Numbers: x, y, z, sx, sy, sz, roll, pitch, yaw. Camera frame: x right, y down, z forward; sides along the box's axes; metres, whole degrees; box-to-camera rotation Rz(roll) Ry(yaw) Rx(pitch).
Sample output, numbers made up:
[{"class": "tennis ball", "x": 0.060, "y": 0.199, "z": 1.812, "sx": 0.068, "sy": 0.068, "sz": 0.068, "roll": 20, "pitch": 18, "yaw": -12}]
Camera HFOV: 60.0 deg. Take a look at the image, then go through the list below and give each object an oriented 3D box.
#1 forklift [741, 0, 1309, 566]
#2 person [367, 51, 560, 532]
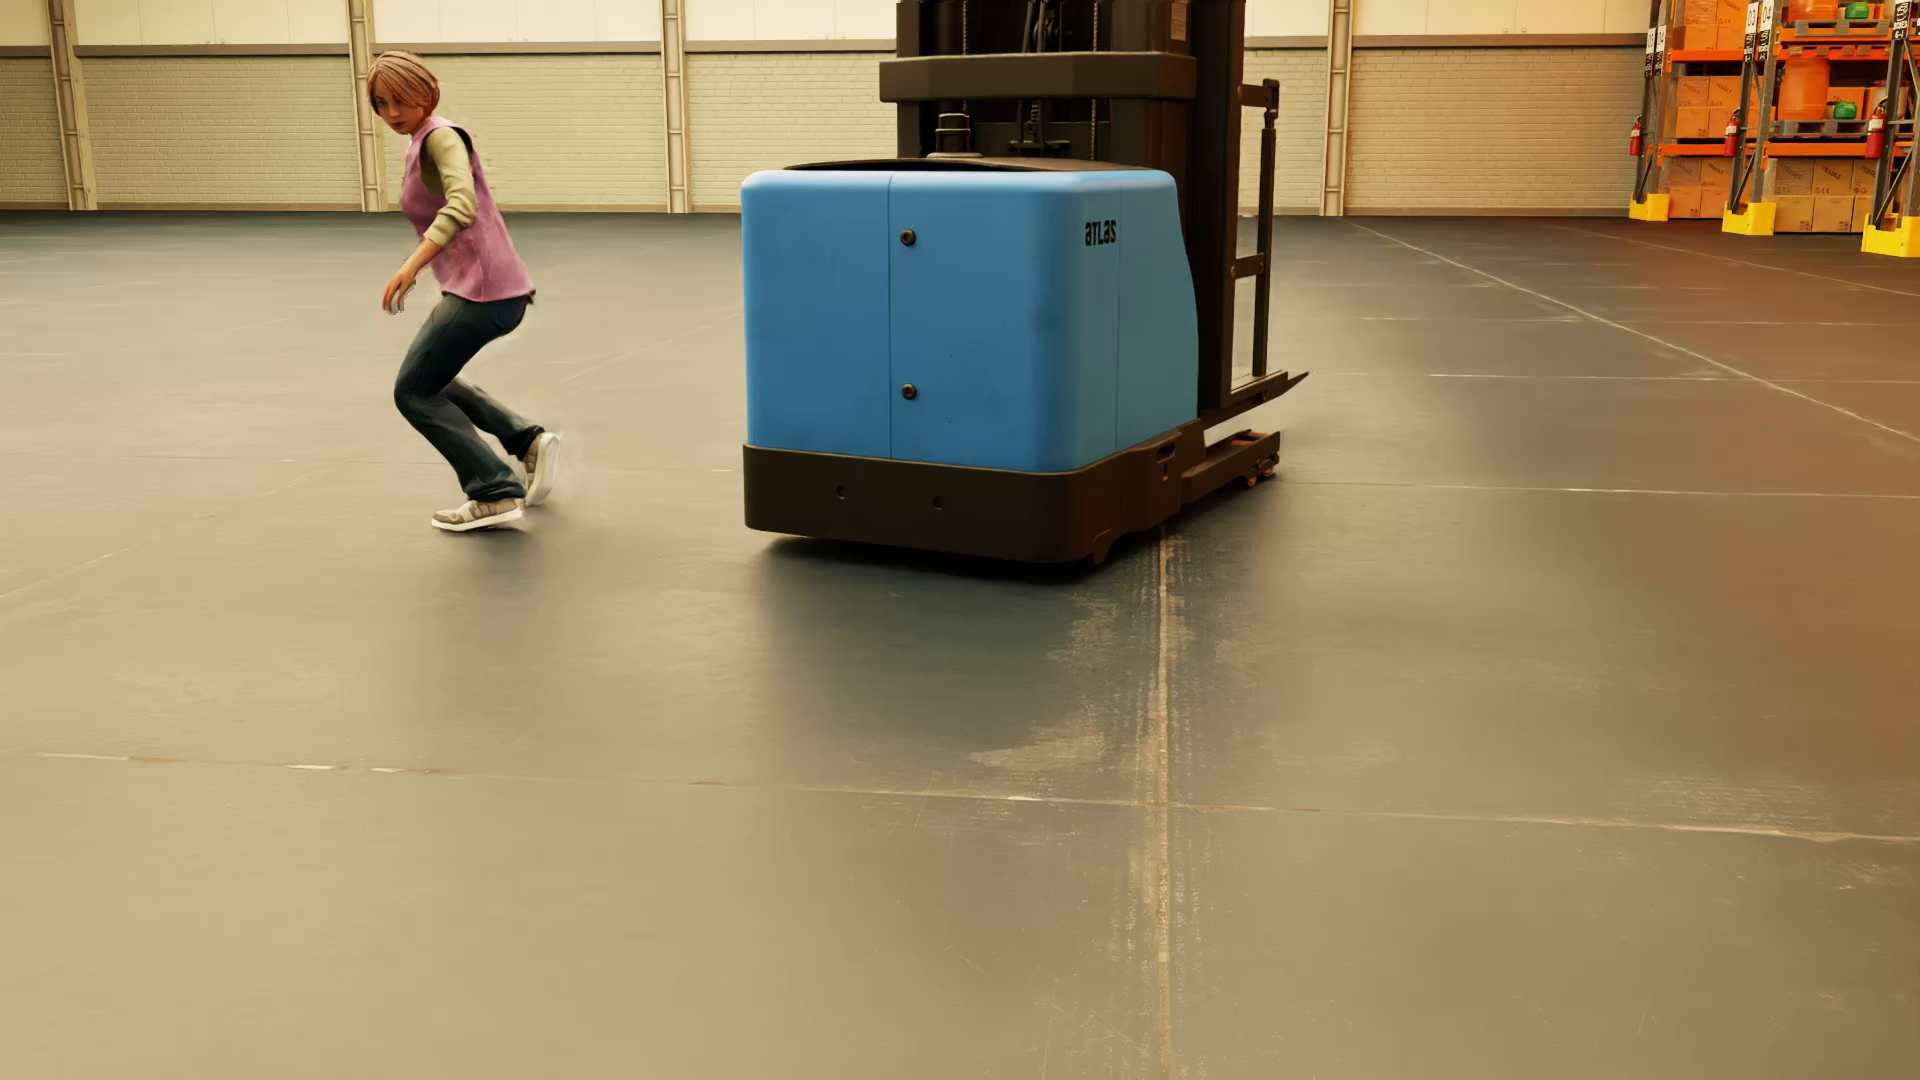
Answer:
[{"class": "forklift", "x": 0.488, "y": -1.648, "z": 5.559, "sx": 1.130, "sy": 2.935, "sz": 3.031, "roll": 7, "pitch": 15, "yaw": 26}, {"class": "person", "x": -1.516, "y": -0.760, "z": 5.147, "sx": 0.477, "sy": 1.422, "sz": 0.822, "roll": -2, "pitch": 13, "yaw": -10}]
